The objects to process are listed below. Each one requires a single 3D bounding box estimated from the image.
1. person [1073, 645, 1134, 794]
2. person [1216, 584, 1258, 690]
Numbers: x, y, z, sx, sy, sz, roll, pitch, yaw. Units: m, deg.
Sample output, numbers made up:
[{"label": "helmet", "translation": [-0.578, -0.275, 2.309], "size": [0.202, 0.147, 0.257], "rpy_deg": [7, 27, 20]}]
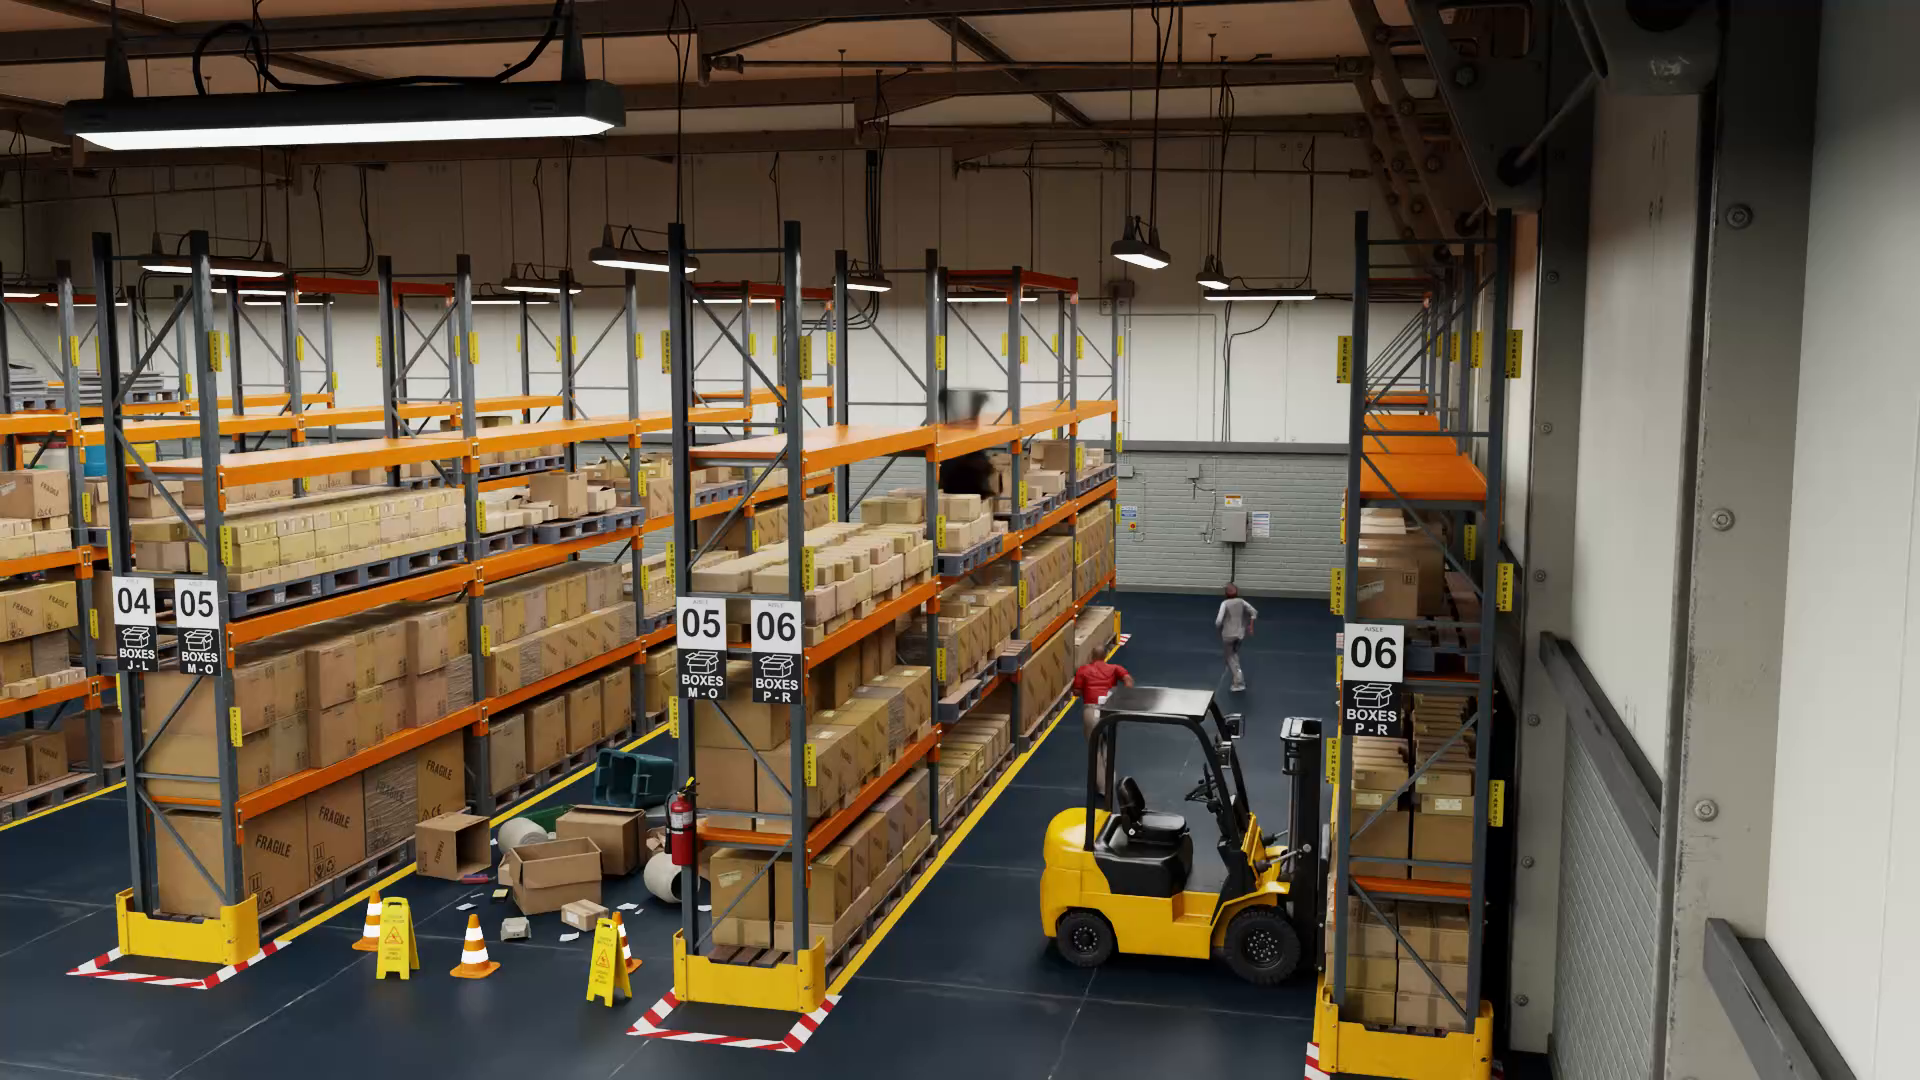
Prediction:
[{"label": "person", "translation": [1.619, 2.031, 19.007], "size": [0.660, 1.650, 0.802], "rpy_deg": [0, 7, -4]}, {"label": "person", "translation": [4.054, 1.418, 24.444], "size": [0.623, 1.554, 0.549], "rpy_deg": [-2, 7, -16]}]
